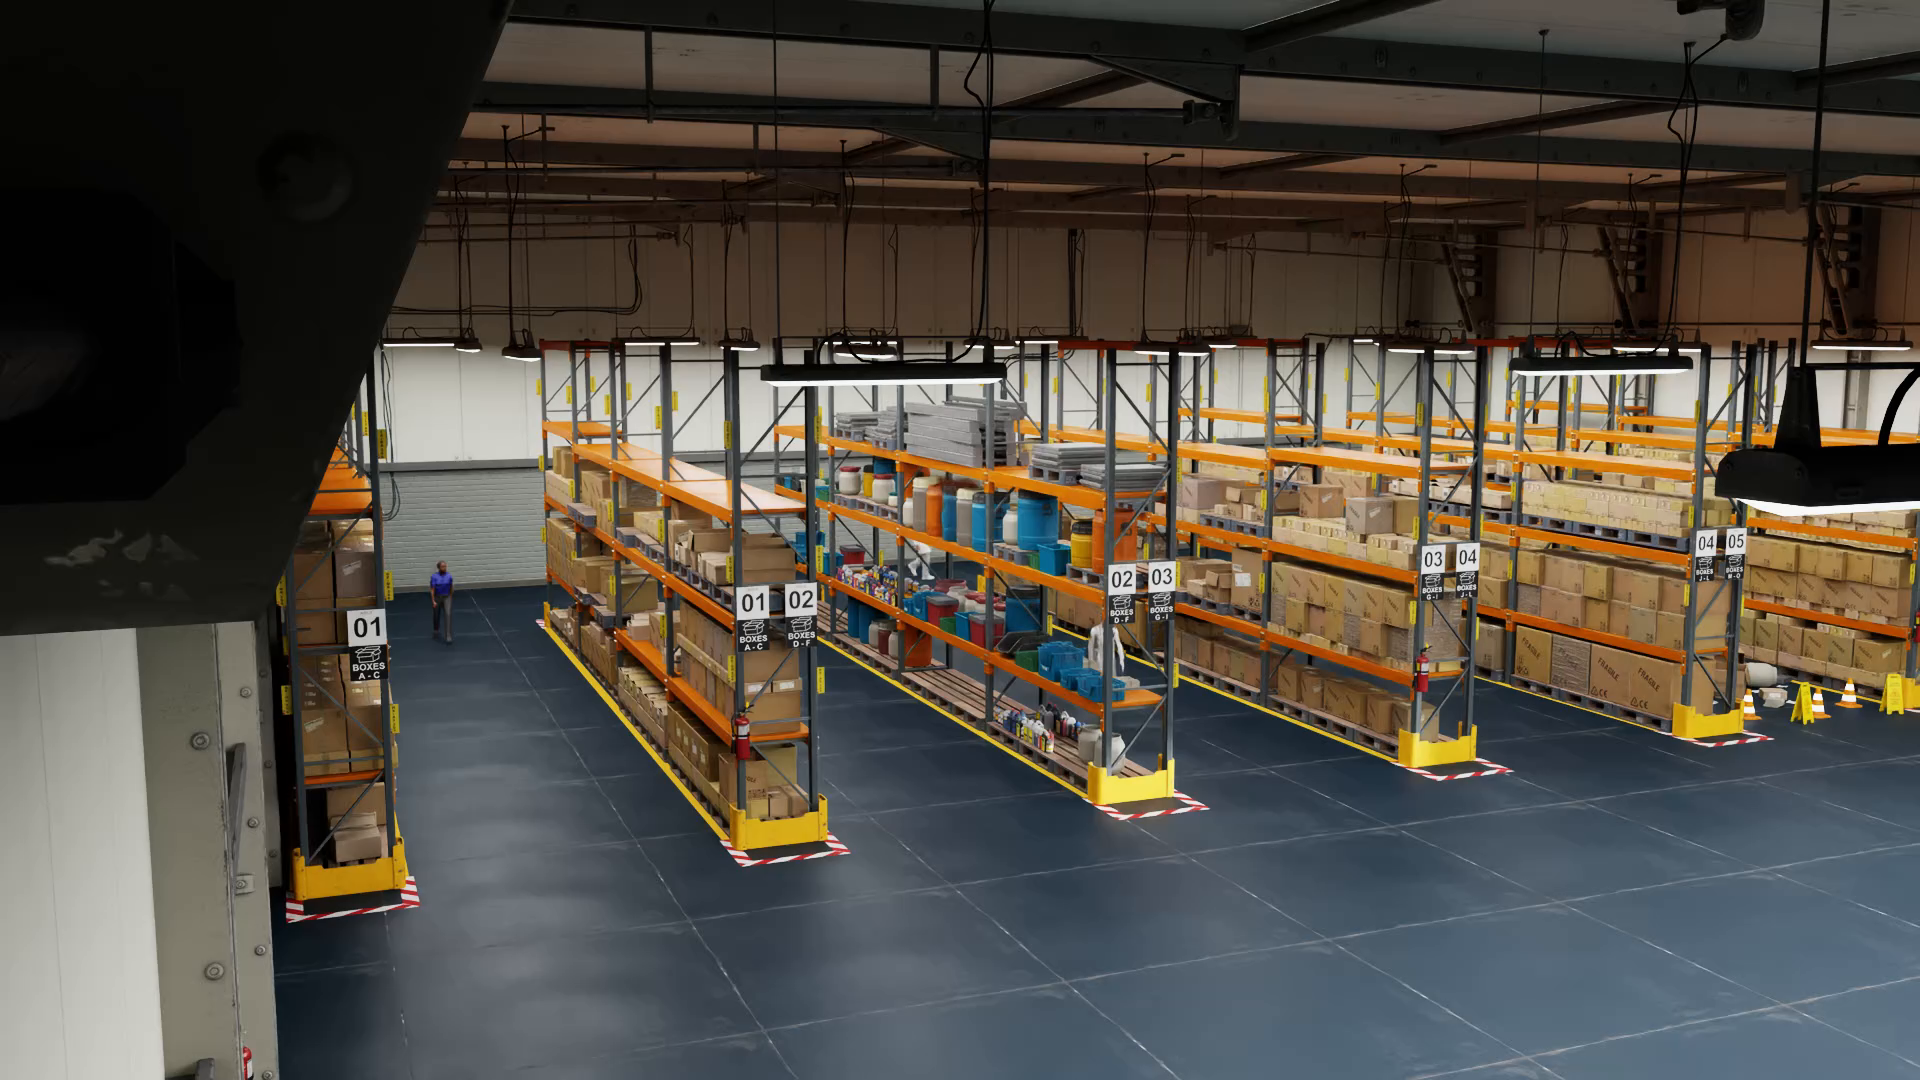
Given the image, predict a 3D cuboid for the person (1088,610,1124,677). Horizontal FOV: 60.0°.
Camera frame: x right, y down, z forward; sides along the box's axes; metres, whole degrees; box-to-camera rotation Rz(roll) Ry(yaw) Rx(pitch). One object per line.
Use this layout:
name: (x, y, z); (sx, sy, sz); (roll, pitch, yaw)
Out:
person: (2.321, 1.876, 26.342); (0.535, 1.556, 0.665); (-2, 8, -12)

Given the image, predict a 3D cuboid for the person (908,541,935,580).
person: (-0.949, 0.086, 41.174); (0.792, 1.757, 0.566); (3, 8, 22)

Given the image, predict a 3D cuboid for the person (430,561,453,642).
person: (-10.368, 1.203, 33.274); (0.441, 1.580, 1.045); (-3, 8, -22)
